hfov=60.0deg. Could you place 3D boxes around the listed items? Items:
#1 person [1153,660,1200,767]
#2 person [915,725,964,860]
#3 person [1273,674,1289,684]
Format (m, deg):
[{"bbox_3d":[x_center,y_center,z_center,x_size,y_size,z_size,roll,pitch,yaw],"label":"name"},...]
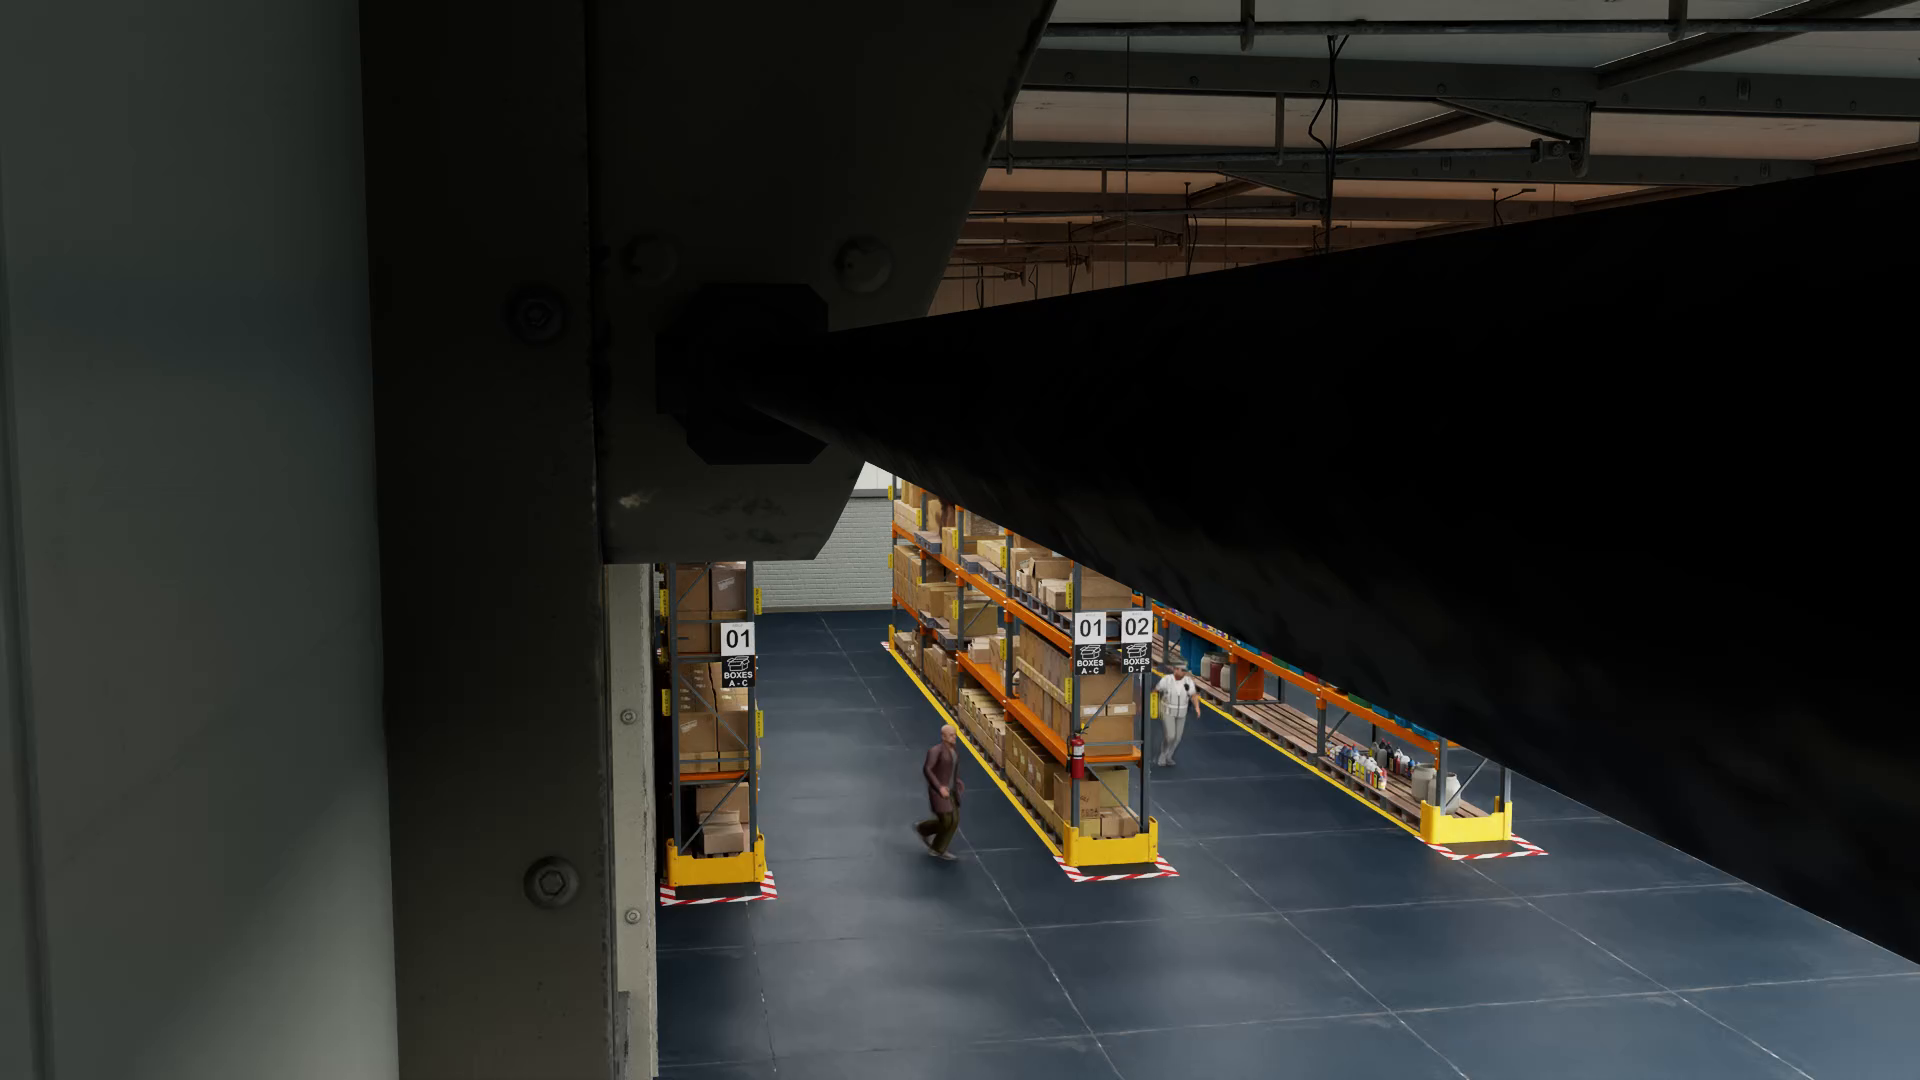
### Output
[{"bbox_3d":[3.361,2.690,25.754,0.654,1.697,0.786,-2,6,-15],"label":"person"},{"bbox_3d":[-0.297,3.195,21.213,0.649,1.733,0.705,5,8,37],"label":"person"},{"bbox_3d":[6.406,2.058,32.597,0.647,1.548,0.898,0,6,-4],"label":"person"}]
